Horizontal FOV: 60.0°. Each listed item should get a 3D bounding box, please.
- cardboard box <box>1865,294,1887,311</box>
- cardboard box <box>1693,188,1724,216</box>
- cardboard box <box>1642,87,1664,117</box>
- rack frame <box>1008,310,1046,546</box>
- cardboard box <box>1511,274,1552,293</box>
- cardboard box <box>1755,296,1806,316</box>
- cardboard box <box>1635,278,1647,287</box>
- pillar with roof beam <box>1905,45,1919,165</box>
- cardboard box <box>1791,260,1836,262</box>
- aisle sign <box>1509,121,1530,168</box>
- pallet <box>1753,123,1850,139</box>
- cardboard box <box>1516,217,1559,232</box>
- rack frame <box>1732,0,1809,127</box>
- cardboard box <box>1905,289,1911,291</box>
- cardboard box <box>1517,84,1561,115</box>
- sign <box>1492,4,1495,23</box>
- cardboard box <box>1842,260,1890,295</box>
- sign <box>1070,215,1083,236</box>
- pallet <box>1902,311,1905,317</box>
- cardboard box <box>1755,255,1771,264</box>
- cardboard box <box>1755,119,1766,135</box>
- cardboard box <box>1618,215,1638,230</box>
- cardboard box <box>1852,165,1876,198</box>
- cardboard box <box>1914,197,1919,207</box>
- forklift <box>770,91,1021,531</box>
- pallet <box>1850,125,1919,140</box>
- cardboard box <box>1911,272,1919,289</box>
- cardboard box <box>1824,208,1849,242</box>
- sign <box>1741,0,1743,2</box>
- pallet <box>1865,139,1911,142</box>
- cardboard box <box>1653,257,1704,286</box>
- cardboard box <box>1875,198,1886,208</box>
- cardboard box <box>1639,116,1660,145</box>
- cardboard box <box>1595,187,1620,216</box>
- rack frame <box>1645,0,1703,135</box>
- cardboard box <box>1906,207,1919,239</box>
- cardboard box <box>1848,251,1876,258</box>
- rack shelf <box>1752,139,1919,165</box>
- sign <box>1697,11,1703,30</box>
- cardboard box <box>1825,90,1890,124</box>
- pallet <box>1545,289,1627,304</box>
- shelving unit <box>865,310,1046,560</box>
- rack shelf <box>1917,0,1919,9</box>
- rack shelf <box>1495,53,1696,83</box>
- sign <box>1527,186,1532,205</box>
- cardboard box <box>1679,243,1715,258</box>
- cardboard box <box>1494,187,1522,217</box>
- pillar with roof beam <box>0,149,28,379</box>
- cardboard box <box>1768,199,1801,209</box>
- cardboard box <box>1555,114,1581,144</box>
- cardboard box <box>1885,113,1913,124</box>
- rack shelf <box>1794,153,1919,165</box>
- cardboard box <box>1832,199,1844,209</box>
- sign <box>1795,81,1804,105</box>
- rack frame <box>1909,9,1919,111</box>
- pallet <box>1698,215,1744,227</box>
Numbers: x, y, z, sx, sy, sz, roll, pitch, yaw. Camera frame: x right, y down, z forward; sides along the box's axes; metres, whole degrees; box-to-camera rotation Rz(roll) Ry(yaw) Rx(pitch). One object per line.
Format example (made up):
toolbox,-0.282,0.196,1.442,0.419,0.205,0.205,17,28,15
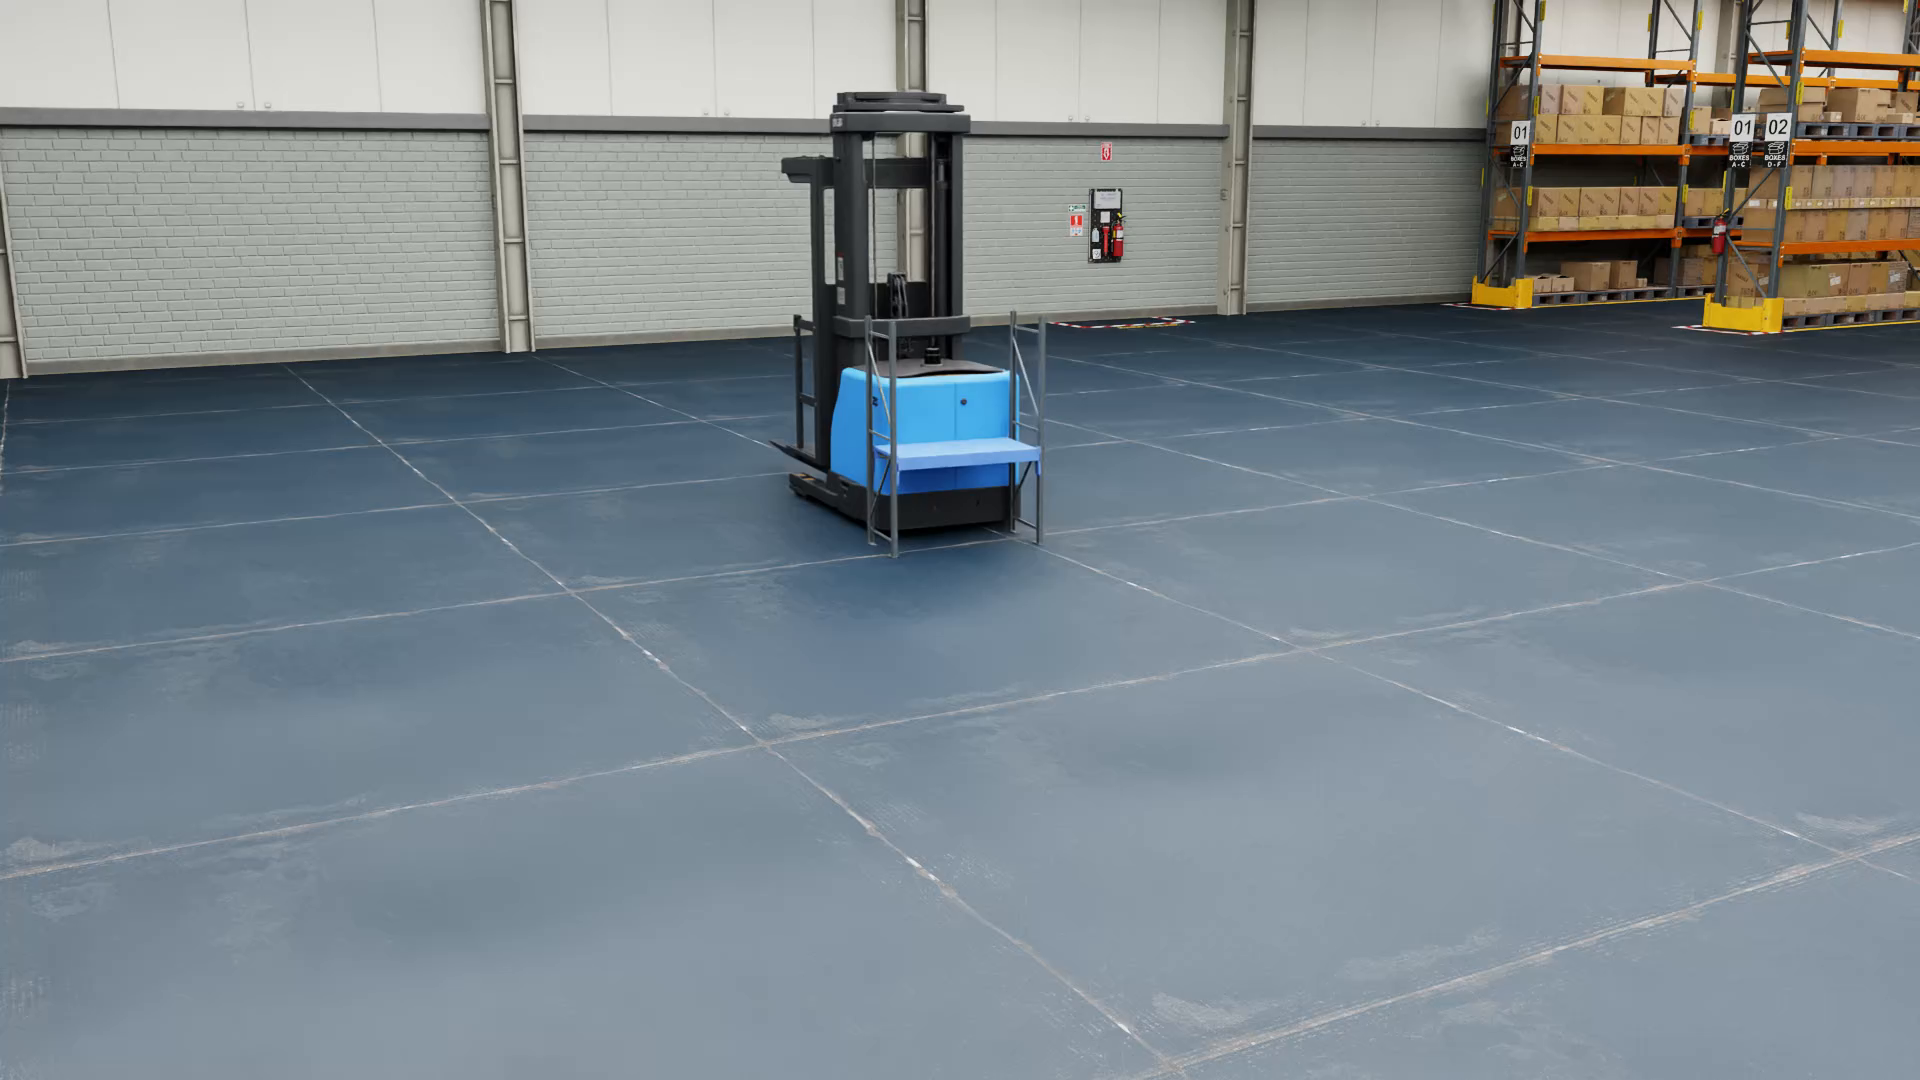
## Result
cardboard box,14.347,-3.799,26.466,0.500,0.250,0.500,-7,14,-28
cardboard box,14.104,-6.455,31.730,0.500,0.500,0.700,-5,14,-22
cardboard box,12.359,-7.932,30.140,0.500,0.500,0.500,-6,14,-25
rack frame,0.440,-0.744,10.997,0.032,1.500,0.500,-5,14,-21
cardboard box,10.287,-4.625,29.949,0.500,0.311,0.500,-9,15,-34
cardboard box,12.591,-3.589,25.532,0.500,0.250,0.500,-7,14,-28
cardboard box,12.692,-4.858,31.313,0.250,0.166,0.380,-9,16,-35
pillar with roof beam,22.432,-9.266,31.788,0.400,9.000,9.100,-7,14,-28
cardboard box,13.652,-4.216,26.607,0.500,0.500,0.500,-7,14,-28
aisle sign,9.717,-6.869,28.880,0.004,0.787,0.394,-7,14,-28
pallet,12.646,-6.202,25.205,1.213,0.211,1.003,-7,14,-28
cardboard box,10.217,-5.593,29.426,0.500,0.250,0.500,-7,15,-29
rack frame,12.013,-7.639,24.557,0.127,3.000,1.000,-7,14,-28
cardboard box,15.749,-4.096,27.783,0.500,0.250,0.500,-7,14,-28
cardboard box,10.091,-7.670,28.976,0.500,0.500,0.500,-8,15,-32
sign,9.388,-9.235,29.162,0.005,0.325,0.100,-7,14,-28
cardboard box,14.340,-4.168,26.394,0.500,0.500,0.500,-7,14,-28
sign,1.848,-5.002,26.423,0.234,0.329,0.001,-7,14,-28
pallet,16.152,-3.858,27.770,1.213,0.211,1.003,-7,14,-28
cardboard box,15.544,-5.386,32.899,0.500,0.500,0.700,-7,14,-28
cardboard box,15.476,-7.913,32.326,0.637,0.503,0.797,-5,14,-20
cardboard box,12.002,-5.809,30.385,0.500,0.250,0.500,-7,14,-28
cardboard box,13.816,-5.608,26.016,0.500,0.500,0.700,-7,14,-28
cardboard box,15.170,-5.403,26.579,0.250,0.149,0.380,-7,15,-29
forklift,-0.645,-1.765,12.275,1.130,2.935,3.031,-6,14,-24
pallet,14.788,-6.458,26.345,1.213,0.211,1.003,-7,14,-28
cardboard box,16.006,-4.266,27.260,0.500,0.311,0.500,-7,14,-28
cardboard box,13.326,-4.915,25.889,0.500,0.500,0.700,-7,14,-27
sign,11.766,-8.239,24.917,0.005,0.325,0.100,-7,14,-28
pallet,19.388,-8.193,34.286,1.217,0.209,0.805,-8,15,-30
cardboard box,13.786,-5.163,31.910,0.500,0.500,0.700,-6,14,-26
cardboard box,14.273,-5.295,26.101,0.250,0.149,0.380,-6,14,-26
cardboard box,12.373,-7.458,30.310,0.500,0.500,0.500,-8,15,-33
cardboard box,11.542,-6.121,30.064,0.500,0.500,0.500,-6,14,-26
rack frame,13.147,-9.014,30.667,0.127,3.000,1.000,-7,14,-28
cardboard box,15.138,-5.134,26.862,0.500,0.500,0.700,-7,15,-29
cardboard box,18.139,-5.807,34.021,0.750,0.750,0.750,-7,14,-28
rack shelf,13.769,-6.035,25.900,4.000,0.370,1.077,-7,14,-28
sign,13.391,-9.402,30.083,0.005,0.325,0.100,-7,14,-28
cardboard box,14.018,-6.771,26.022,0.637,0.503,0.797,-5,14,-22
pallet,11.503,-4.520,30.714,1.213,0.211,1.003,-7,14,-28
shelving unit,-0.031,-0.702,10.811,1.048,1.500,0.538,-5,14,-21
rack shelf,18.414,-10.916,33.186,4.000,0.370,1.077,-7,14,-28
rack shelf,11.392,-8.451,29.812,4.000,0.370,1.077,-7,14,-28
sign,9.897,-5.984,28.896,0.005,0.325,0.100,-7,14,-28
cardboard box,14.170,-5.576,32.037,0.500,0.250,0.500,-7,15,-29
cardboard box,9.948,-6.059,29.790,0.500,0.500,0.500,-7,14,-28
pillar with roof beam,-9.166,-5.479,14.960,0.400,9.000,9.100,-7,14,-28
cardboard box,12.461,-5.077,25.133,0.250,0.149,0.380,-7,14,-28
cardboard box,10.538,-7.225,29.276,0.500,0.500,0.500,-6,14,-24
cardboard box,14.596,-6.567,25.924,0.250,0.149,0.380,-7,14,-28
rack shelf,18.414,-7.831,33.880,4.000,0.370,1.077,-7,14,-28
cardboard box,13.366,-5.186,25.617,0.250,0.149,0.380,-7,15,-30
sign,12.274,-6.533,24.304,0.005,0.325,0.100,-7,14,-28
rack frame,20.169,-9.856,34.407,0.127,3.000,1.000,-7,14,-28
pallet,14.940,-6.198,32.256,1.213,0.211,1.003,-7,14,-28
